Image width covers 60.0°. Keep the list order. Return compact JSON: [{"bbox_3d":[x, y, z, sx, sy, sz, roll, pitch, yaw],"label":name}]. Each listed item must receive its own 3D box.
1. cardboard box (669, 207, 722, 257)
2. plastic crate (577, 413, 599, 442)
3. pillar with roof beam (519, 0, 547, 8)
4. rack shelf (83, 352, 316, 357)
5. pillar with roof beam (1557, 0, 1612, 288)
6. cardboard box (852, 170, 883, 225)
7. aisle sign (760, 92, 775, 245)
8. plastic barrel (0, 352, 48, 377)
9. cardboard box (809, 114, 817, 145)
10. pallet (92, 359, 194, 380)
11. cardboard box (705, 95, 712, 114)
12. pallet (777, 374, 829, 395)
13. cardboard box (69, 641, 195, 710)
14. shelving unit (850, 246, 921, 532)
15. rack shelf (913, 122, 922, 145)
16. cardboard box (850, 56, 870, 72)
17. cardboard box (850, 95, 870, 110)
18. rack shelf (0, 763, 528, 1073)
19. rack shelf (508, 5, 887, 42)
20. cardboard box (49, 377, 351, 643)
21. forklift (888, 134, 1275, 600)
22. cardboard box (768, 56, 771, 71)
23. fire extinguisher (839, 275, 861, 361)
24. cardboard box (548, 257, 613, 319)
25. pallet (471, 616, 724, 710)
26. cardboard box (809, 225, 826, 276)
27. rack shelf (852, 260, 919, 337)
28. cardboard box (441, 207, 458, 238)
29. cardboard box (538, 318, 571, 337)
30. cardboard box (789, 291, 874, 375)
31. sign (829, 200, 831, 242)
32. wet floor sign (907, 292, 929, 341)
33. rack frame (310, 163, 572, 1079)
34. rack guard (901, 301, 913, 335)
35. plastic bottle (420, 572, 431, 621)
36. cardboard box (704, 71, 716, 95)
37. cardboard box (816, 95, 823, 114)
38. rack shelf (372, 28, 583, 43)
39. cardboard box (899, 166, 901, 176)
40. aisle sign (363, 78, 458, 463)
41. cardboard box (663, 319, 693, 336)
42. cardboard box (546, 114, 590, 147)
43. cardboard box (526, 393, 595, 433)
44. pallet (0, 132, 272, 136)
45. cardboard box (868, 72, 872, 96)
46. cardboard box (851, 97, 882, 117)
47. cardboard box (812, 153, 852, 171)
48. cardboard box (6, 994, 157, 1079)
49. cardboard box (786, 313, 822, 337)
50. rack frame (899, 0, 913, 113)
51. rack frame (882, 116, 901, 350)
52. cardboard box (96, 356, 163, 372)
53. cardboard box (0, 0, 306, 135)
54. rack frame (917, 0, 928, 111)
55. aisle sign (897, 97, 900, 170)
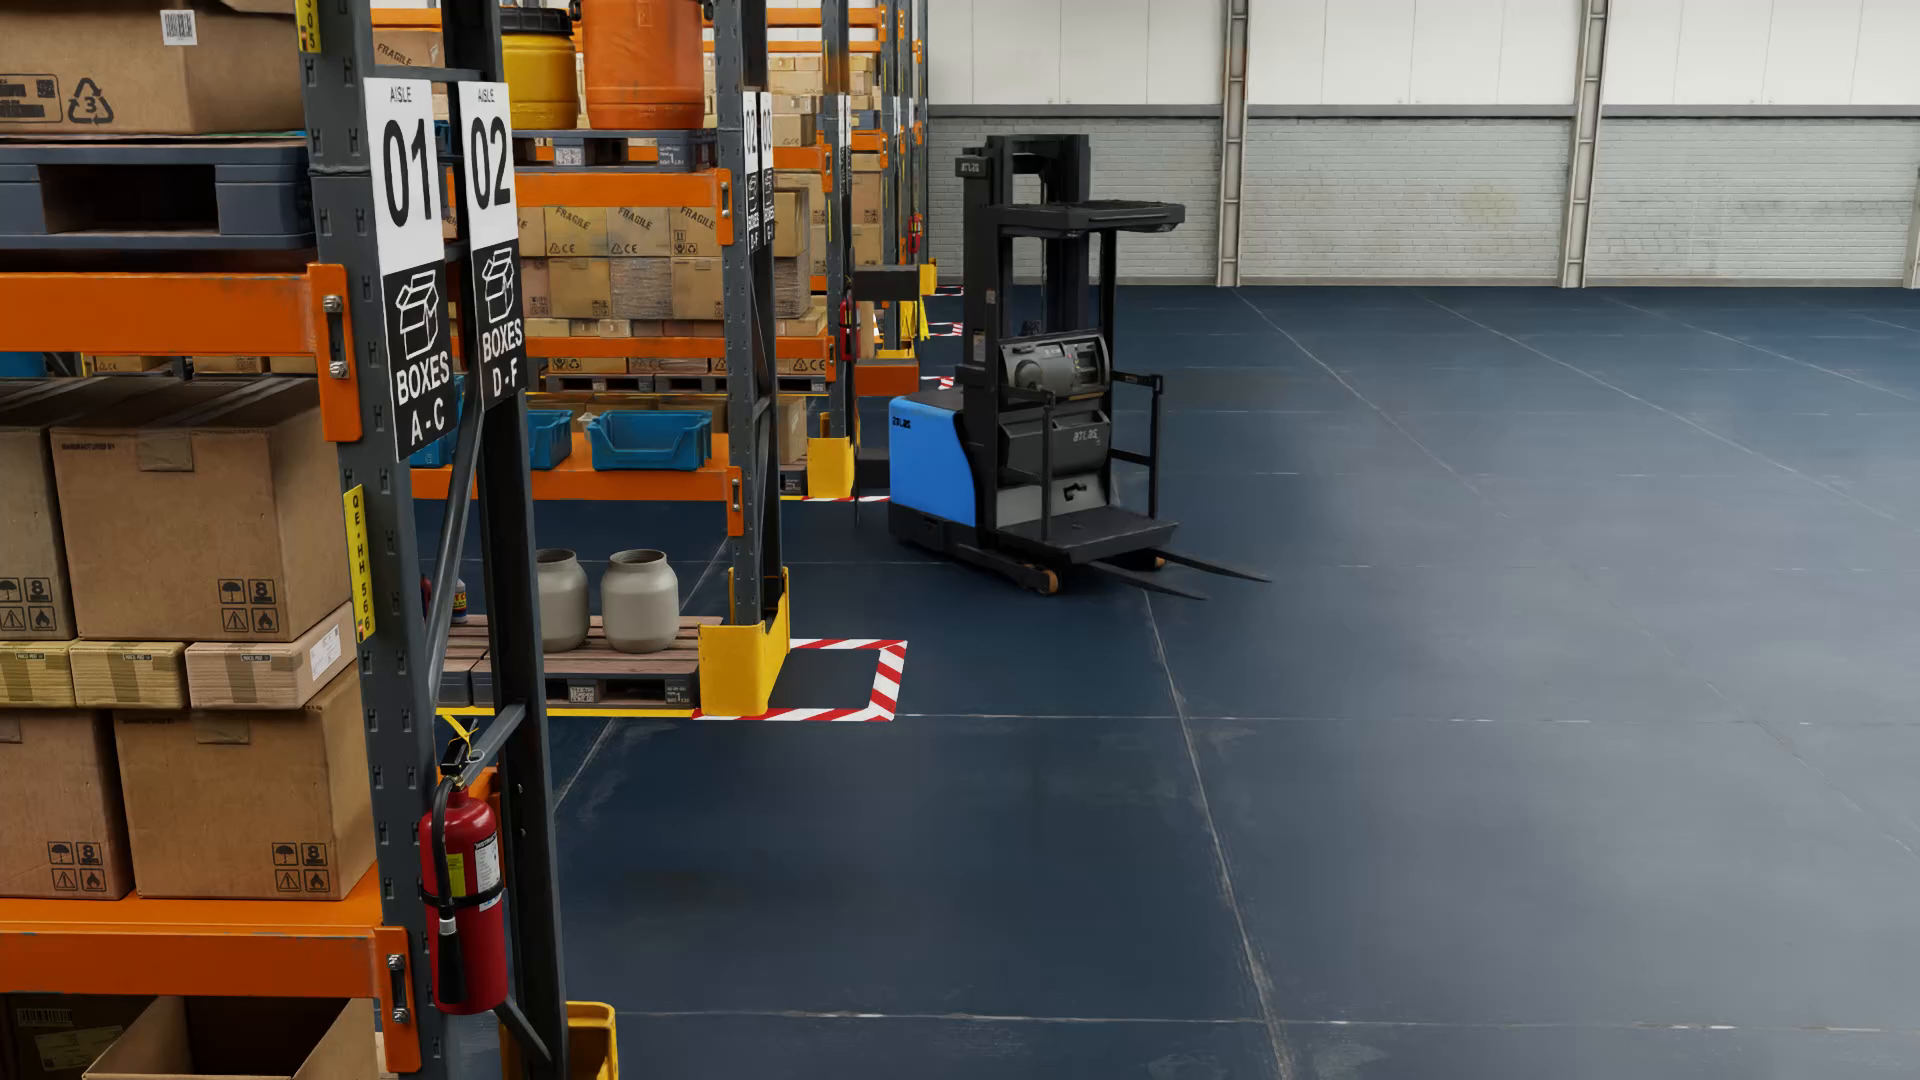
[{"bbox_3d":[-2.046,-2.558,13.416,0.500,0.500,0.500,0,15,1],"label":"cardboard box"},{"bbox_3d":[-2.003,-0.637,9.392,0.250,0.136,0.298,0,15,1],"label":"plastic crate"},{"bbox_3d":[-7.395,-7.809,24.299,0.400,9.000,9.100,0,15,1],"label":"pillar with roof beam"},{"bbox_3d":[-6.988,-1.631,14.052,4.000,0.370,1.077,0,15,1],"label":"rack shelf"},{"bbox_3d":[10.599,-7.692,23.855,0.400,9.000,9.100,0,15,1],"label":"pillar with roof beam"},{"bbox_3d":[-1.132,-3.811,18.494,0.550,0.550,0.875,0,15,1],"label":"cardboard box"},{"bbox_3d":[-1.037,-2.008,8.975,0.004,0.787,0.394,0,15,1],"label":"aisle sign"},{"bbox_3d":[-5.494,-1.025,9.362,0.708,0.901,0.600,0,15,1],"label":"plastic barrel"},{"bbox_3d":[-1.465,-3.387,13.711,0.500,0.250,0.500,1,15,3],"label":"cardboard box"},{"bbox_3d":[-9.541,-1.913,19.178,1.213,0.211,1.003,0,15,1],"label":"pallet"},{"bbox_3d":[-2.060,-3.434,13.107,0.250,0.149,0.380,0,15,2],"label":"cardboard box"},{"bbox_3d":[-1.563,-1.841,18.904,1.213,0.211,1.003,0,15,1],"label":"pallet"},{"bbox_3d":[-1.895,0.269,3.972,0.250,0.149,0.380,1,15,3],"label":"cardboard box"},{"bbox_3d":[-0.548,-1.131,12.512,0.503,2.100,0.431,0,15,-1],"label":"shelving unit"},{"bbox_3d":[-2.613,-6.848,27.948,4.000,0.370,1.077,0,15,1],"label":"rack shelf"},{"bbox_3d":[-1.108,-5.086,17.766,0.250,0.149,0.380,1,15,2],"label":"cardboard box"},{"bbox_3d":[-1.103,-4.700,17.868,0.250,0.149,0.380,0,15,1],"label":"cardboard box"},{"bbox_3d":[-3.246,0.921,4.378,4.000,0.370,1.077,0,15,1],"label":"rack shelf"},{"bbox_3d":[-2.761,-5.577,18.031,4.000,0.370,1.077,0,15,1],"label":"rack shelf"},{"bbox_3d":[-1.766,-0.096,4.084,0.500,0.500,0.700,0,15,2],"label":"cardboard box"},{"bbox_3d":[0.783,-1.197,11.132,1.130,2.935,3.031,-12,19,-37],"label":"forklift"},{"bbox_3d":[-2.122,-5.092,17.792,0.250,0.149,0.380,0,15,2],"label":"cardboard box"},{"bbox_3d":[-0.887,-1.784,13.374,0.183,0.674,0.296,0,15,1],"label":"fire extinguisher"},{"bbox_3d":[-3.040,-2.136,13.776,0.500,0.500,0.875,0,15,1],"label":"cardboard box"},{"bbox_3d":[-2.006,0.676,9.362,1.213,0.211,1.003,0,15,1],"label":"pallet"},{"bbox_3d":[-1.685,-3.265,18.543,0.550,0.550,0.875,0,15,1],"label":"cardboard box"},{"bbox_3d":[-0.548,-1.795,12.337,0.480,0.518,0.431,0,15,-1],"label":"rack shelf"},{"bbox_3d":[-4.045,-2.571,13.465,0.500,0.500,0.500,0,15,1],"label":"cardboard box"},{"bbox_3d":[-3.281,-1.760,13.623,0.250,0.149,0.380,0,15,1],"label":"cardboard box"},{"bbox_3d":[-1.442,-2.367,18.775,0.875,0.875,0.875,0,15,2],"label":"cardboard box"},{"bbox_3d":[-1.024,-2.511,13.088,0.005,0.325,0.100,0,15,1],"label":"sign"},{"bbox_3d":[-0.574,-3.055,22.653,0.232,0.644,0.267,6,16,21],"label":"wet floor sign"},{"bbox_3d":[-1.247,0.586,4.237,0.127,3.000,1.000,0,15,1],"label":"rack frame"},{"bbox_3d":[-0.813,-3.259,23.712,0.348,0.500,1.175,0,15,1],"label":"rack guard"},{"bbox_3d":[-3.147,0.327,9.685,0.133,0.283,0.061,1,15,2],"label":"plastic bottle"},{"bbox_3d":[-2.764,-4.919,17.918,0.500,0.250,0.500,1,15,2],"label":"cardboard box"},{"bbox_3d":[-1.259,-3.571,13.628,0.250,0.149,0.380,0,15,1],"label":"cardboard box"},{"bbox_3d":[-6.735,-6.866,22.917,4.000,0.370,1.077,0,15,1],"label":"rack shelf"},{"bbox_3d":[-0.977,-6.187,27.861,0.250,0.149,0.380,0,15,2],"label":"cardboard box"},{"bbox_3d":[-1.188,-0.595,3.620,0.004,0.787,0.394,0,15,1],"label":"aisle sign"},{"bbox_3d":[-2.280,-1.776,13.682,0.250,0.149,0.380,0,15,1],"label":"cardboard box"},{"bbox_3d":[-2.993,-3.266,13.253,0.500,0.250,0.500,0,15,0],"label":"cardboard box"},{"bbox_3d":[-3.394,-0.962,14.182,0.500,0.500,0.500,-1,15,-4],"label":"cardboard box"},{"bbox_3d":[-4.391,-2.082,8.842,1.003,0.211,1.213,0,15,1],"label":"pallet"},{"bbox_3d":[-1.238,-5.046,18.396,0.500,0.250,0.500,0,15,1],"label":"cardboard box"},{"bbox_3d":[-1.255,-5.923,22.742,0.500,0.250,0.500,0,15,1],"label":"cardboard box"},{"bbox_3d":[-1.759,-5.096,23.035,0.500,0.500,0.700,1,15,2],"label":"cardboard box"},{"bbox_3d":[-2.277,1.287,4.677,0.500,0.500,0.500,0,15,1],"label":"cardboard box"},{"bbox_3d":[-1.280,-1.768,13.652,0.250,0.149,0.380,0,15,1],"label":"cardboard box"},{"bbox_3d":[-0.737,-7.368,22.626,0.127,3.000,1.000,0,15,1],"label":"rack frame"},{"bbox_3d":[-0.762,-3.204,18.604,0.127,3.000,1.000,0,15,1],"label":"rack frame"},{"bbox_3d":[-9.424,-2.188,18.831,0.500,0.500,0.500,0,15,1],"label":"cardboard box"},{"bbox_3d":[-1.821,-1.189,3.788,0.637,0.503,0.797,1,15,5],"label":"cardboard box"},{"bbox_3d":[-0.614,-8.634,27.424,0.127,3.000,1.000,0,15,1],"label":"rack frame"},{"bbox_3d":[-0.684,-4.537,18.561,0.004,0.787,0.394,0,15,1],"label":"aisle sign"}]
